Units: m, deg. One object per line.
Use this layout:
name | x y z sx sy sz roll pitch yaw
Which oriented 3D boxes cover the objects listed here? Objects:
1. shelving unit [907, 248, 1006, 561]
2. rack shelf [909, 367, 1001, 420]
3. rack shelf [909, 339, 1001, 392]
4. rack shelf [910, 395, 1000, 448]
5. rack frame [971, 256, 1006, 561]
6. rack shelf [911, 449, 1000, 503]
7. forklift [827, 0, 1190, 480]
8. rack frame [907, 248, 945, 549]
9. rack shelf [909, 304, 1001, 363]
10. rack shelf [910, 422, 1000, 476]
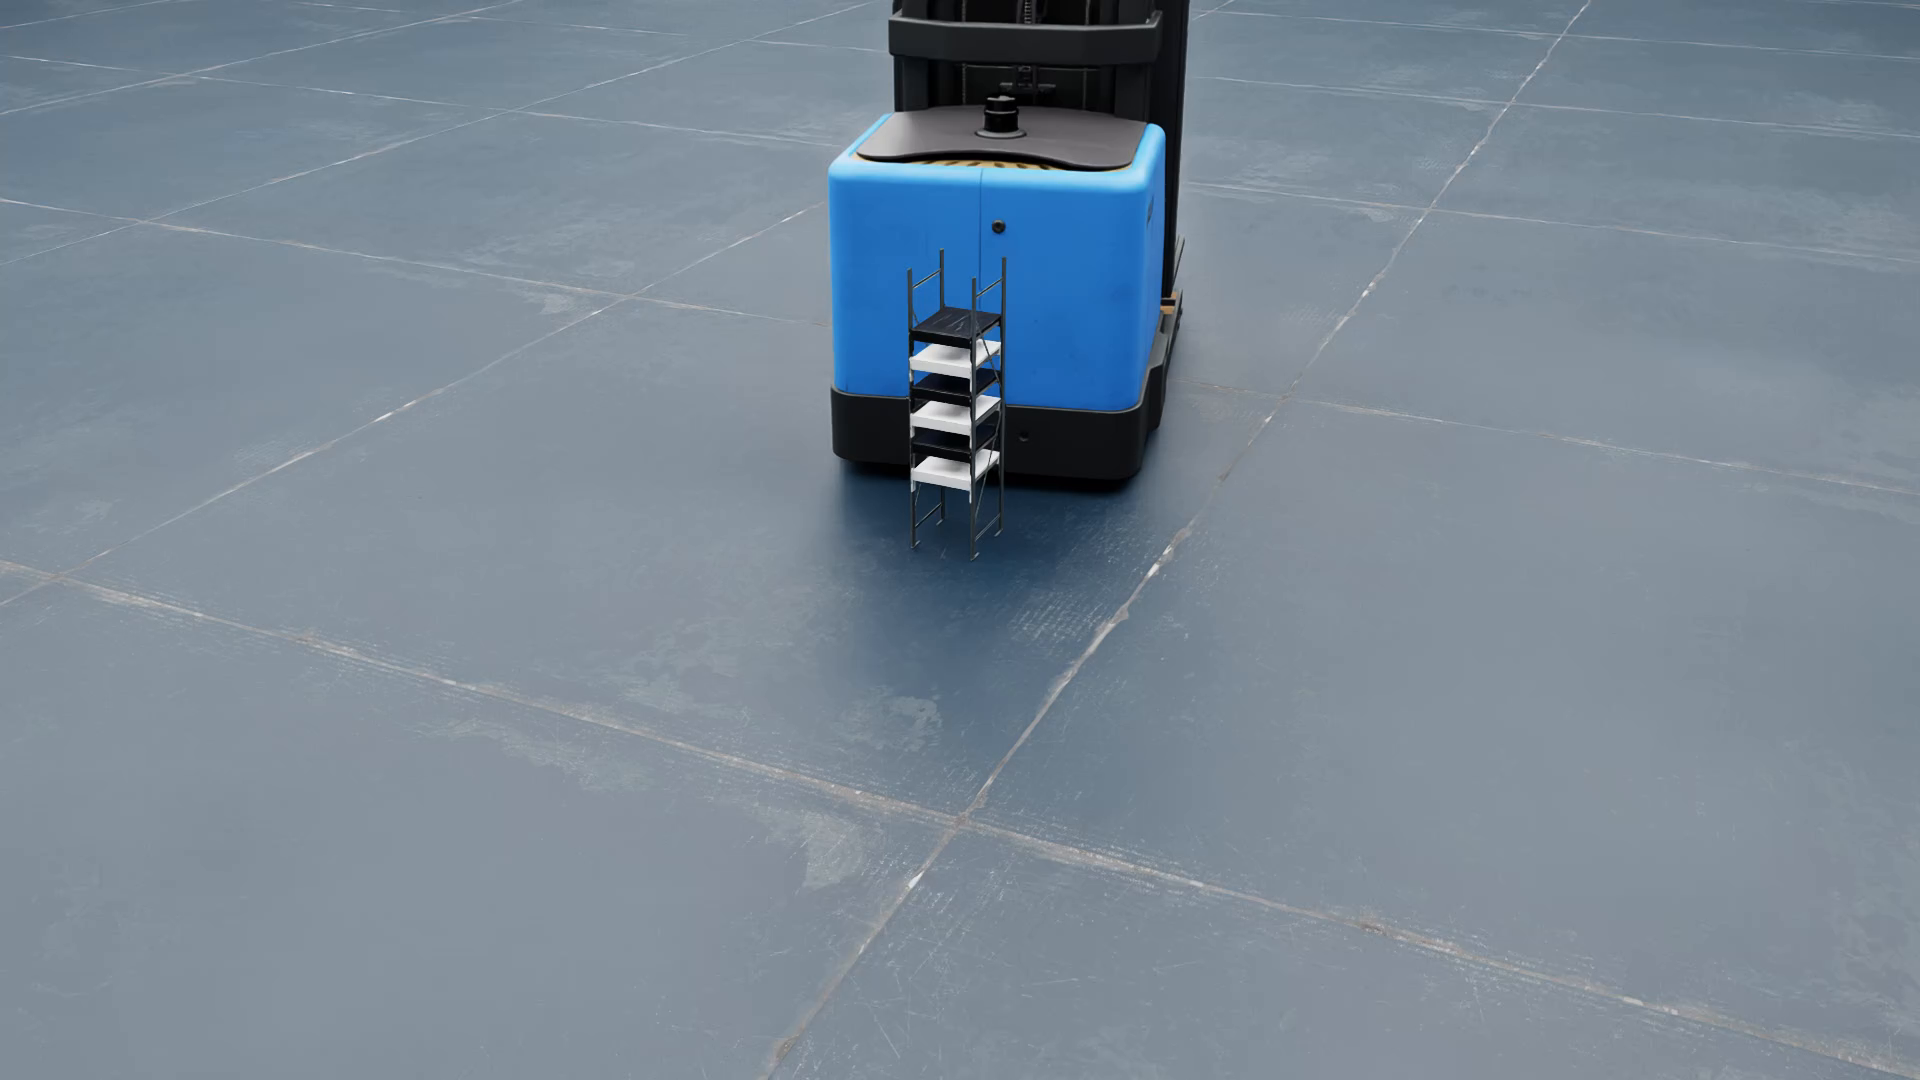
shelving unit | -0.007 -0.405 5.054 0.210 0.900 0.258 11 28 22
rack shelf | -0.007 -0.456 5.029 0.200 0.077 0.258 11 28 22
rack shelf | -0.007 -0.537 4.989 0.200 0.077 0.258 11 28 22
rack shelf | -0.007 -0.375 5.069 0.200 0.077 0.258 11 28 22
rack frame | 0.085 -0.387 5.016 0.006 0.900 0.240 11 28 22
rack shelf | -0.007 -0.214 5.148 0.200 0.077 0.258 11 28 22
forklift | 0.339 -2.139 6.277 1.130 2.935 3.031 5 27 9
rack frame | -0.100 -0.424 5.092 0.006 0.900 0.240 11 28 22
rack shelf | -0.007 -0.618 4.950 0.200 0.077 0.258 11 28 22
rack shelf | -0.007 -0.295 5.109 0.200 0.077 0.258 11 28 22
